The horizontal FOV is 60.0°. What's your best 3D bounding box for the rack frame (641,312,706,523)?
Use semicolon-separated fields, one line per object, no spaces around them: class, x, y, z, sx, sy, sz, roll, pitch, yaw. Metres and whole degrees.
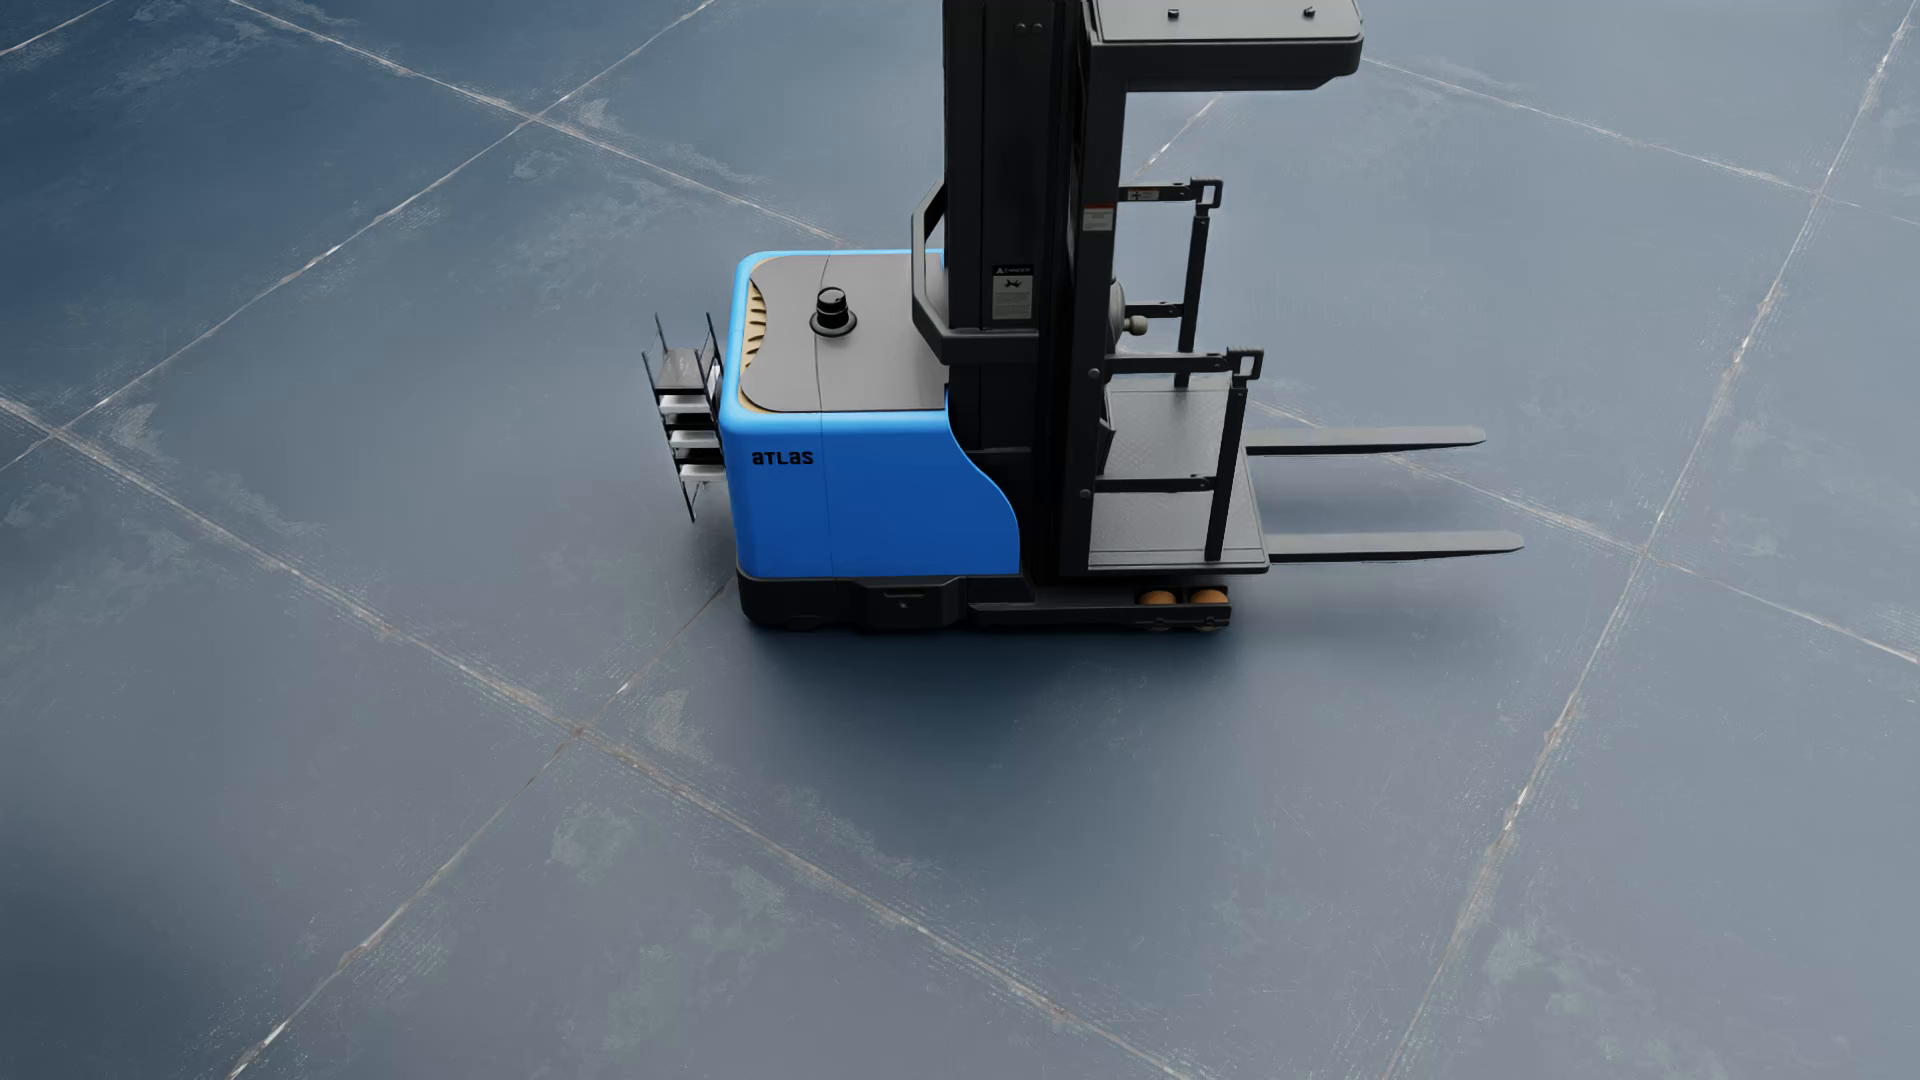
rack frame;-1.127;-0.470;6.581;0.006;0.900;0.240;0;46;8

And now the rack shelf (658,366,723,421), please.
rack shelf;-1.040;-0.573;6.464;0.200;0.077;0.258;0;46;8

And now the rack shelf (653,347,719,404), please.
rack shelf;-1.049;-0.636;6.400;0.200;0.077;0.258;0;46;8

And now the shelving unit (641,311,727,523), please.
shelving unit;-1.026;-0.470;6.567;0.210;0.900;0.258;0;46;8

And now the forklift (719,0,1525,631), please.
forklift;0.660;-1.053;5.729;3.031;2.935;1.130;-1;46;-1

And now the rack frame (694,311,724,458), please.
rack frame;-0.925;-0.470;6.554;0.006;0.900;0.240;0;46;8

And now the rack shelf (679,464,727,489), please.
rack shelf;-1.005;-0.321;6.718;0.200;0.077;0.258;0;46;8

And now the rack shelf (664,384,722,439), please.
rack shelf;-1.031;-0.510;6.527;0.200;0.077;0.258;0;46;8

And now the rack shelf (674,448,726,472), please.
rack shelf;-1.014;-0.384;6.655;0.200;0.077;0.258;0;46;8

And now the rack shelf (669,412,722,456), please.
rack shelf;-1.023;-0.447;6.591;0.200;0.077;0.258;0;46;8
